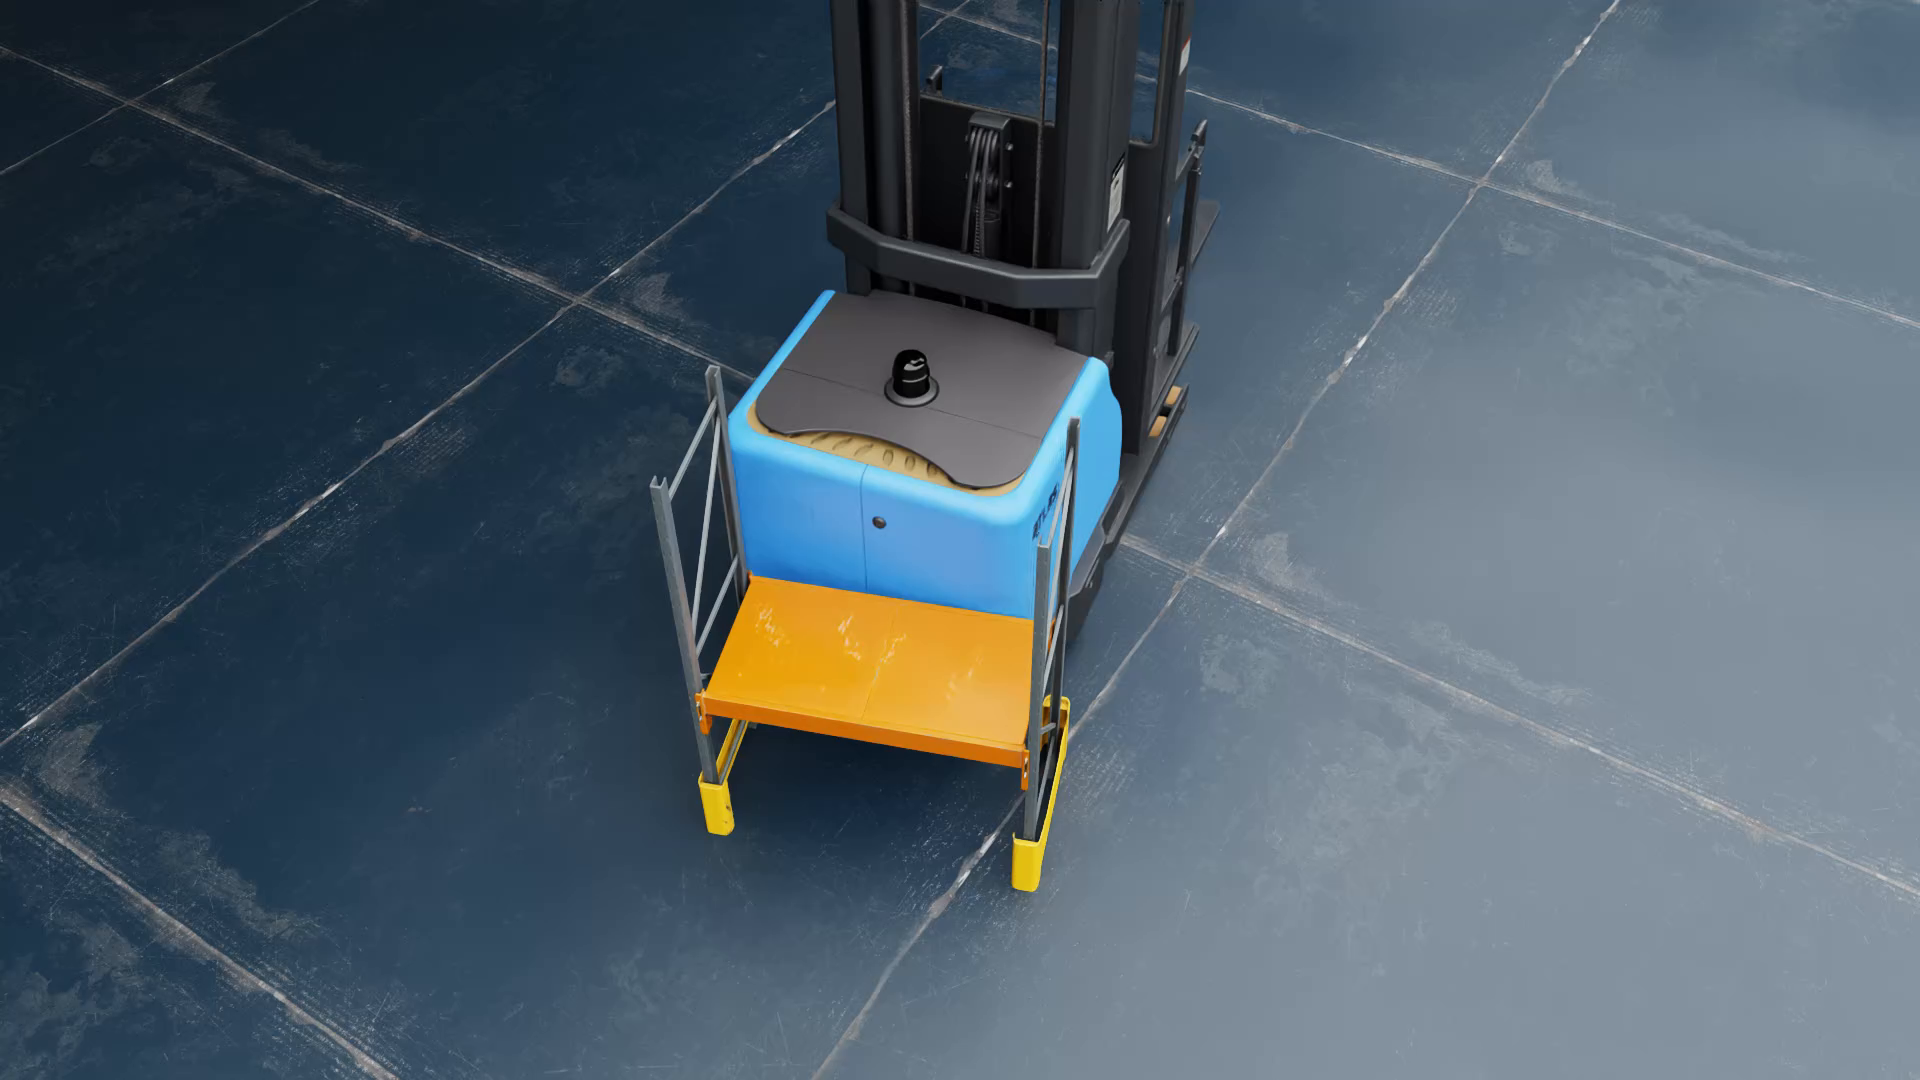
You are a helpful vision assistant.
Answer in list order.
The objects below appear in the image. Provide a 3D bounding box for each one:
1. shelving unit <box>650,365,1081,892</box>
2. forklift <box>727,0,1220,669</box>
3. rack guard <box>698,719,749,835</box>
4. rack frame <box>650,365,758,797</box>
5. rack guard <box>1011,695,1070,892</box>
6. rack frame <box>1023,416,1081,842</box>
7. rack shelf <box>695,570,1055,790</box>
[{"bbox_3d":[-0.229,0.290,4.922,1.083,1.500,0.587,9,46,8],"label":"shelving unit"},{"bbox_3d":[0.272,-1.459,5.624,1.130,2.935,3.031,16,48,15],"label":"forklift"},{"bbox_3d":[-0.716,0.651,5.443,0.087,0.250,0.587,9,46,8],"label":"rack guard"},{"bbox_3d":[-0.735,0.212,4.998,0.032,1.500,0.500,9,46,8],"label":"rack frame"},{"bbox_3d":[0.258,0.800,5.298,0.087,0.250,0.587,9,46,8],"label":"rack guard"},{"bbox_3d":[0.259,0.365,4.850,0.032,1.500,0.500,9,46,8],"label":"rack frame"},{"bbox_3d":[-0.238,0.414,5.053,1.000,0.185,0.538,9,46,8],"label":"rack shelf"}]
